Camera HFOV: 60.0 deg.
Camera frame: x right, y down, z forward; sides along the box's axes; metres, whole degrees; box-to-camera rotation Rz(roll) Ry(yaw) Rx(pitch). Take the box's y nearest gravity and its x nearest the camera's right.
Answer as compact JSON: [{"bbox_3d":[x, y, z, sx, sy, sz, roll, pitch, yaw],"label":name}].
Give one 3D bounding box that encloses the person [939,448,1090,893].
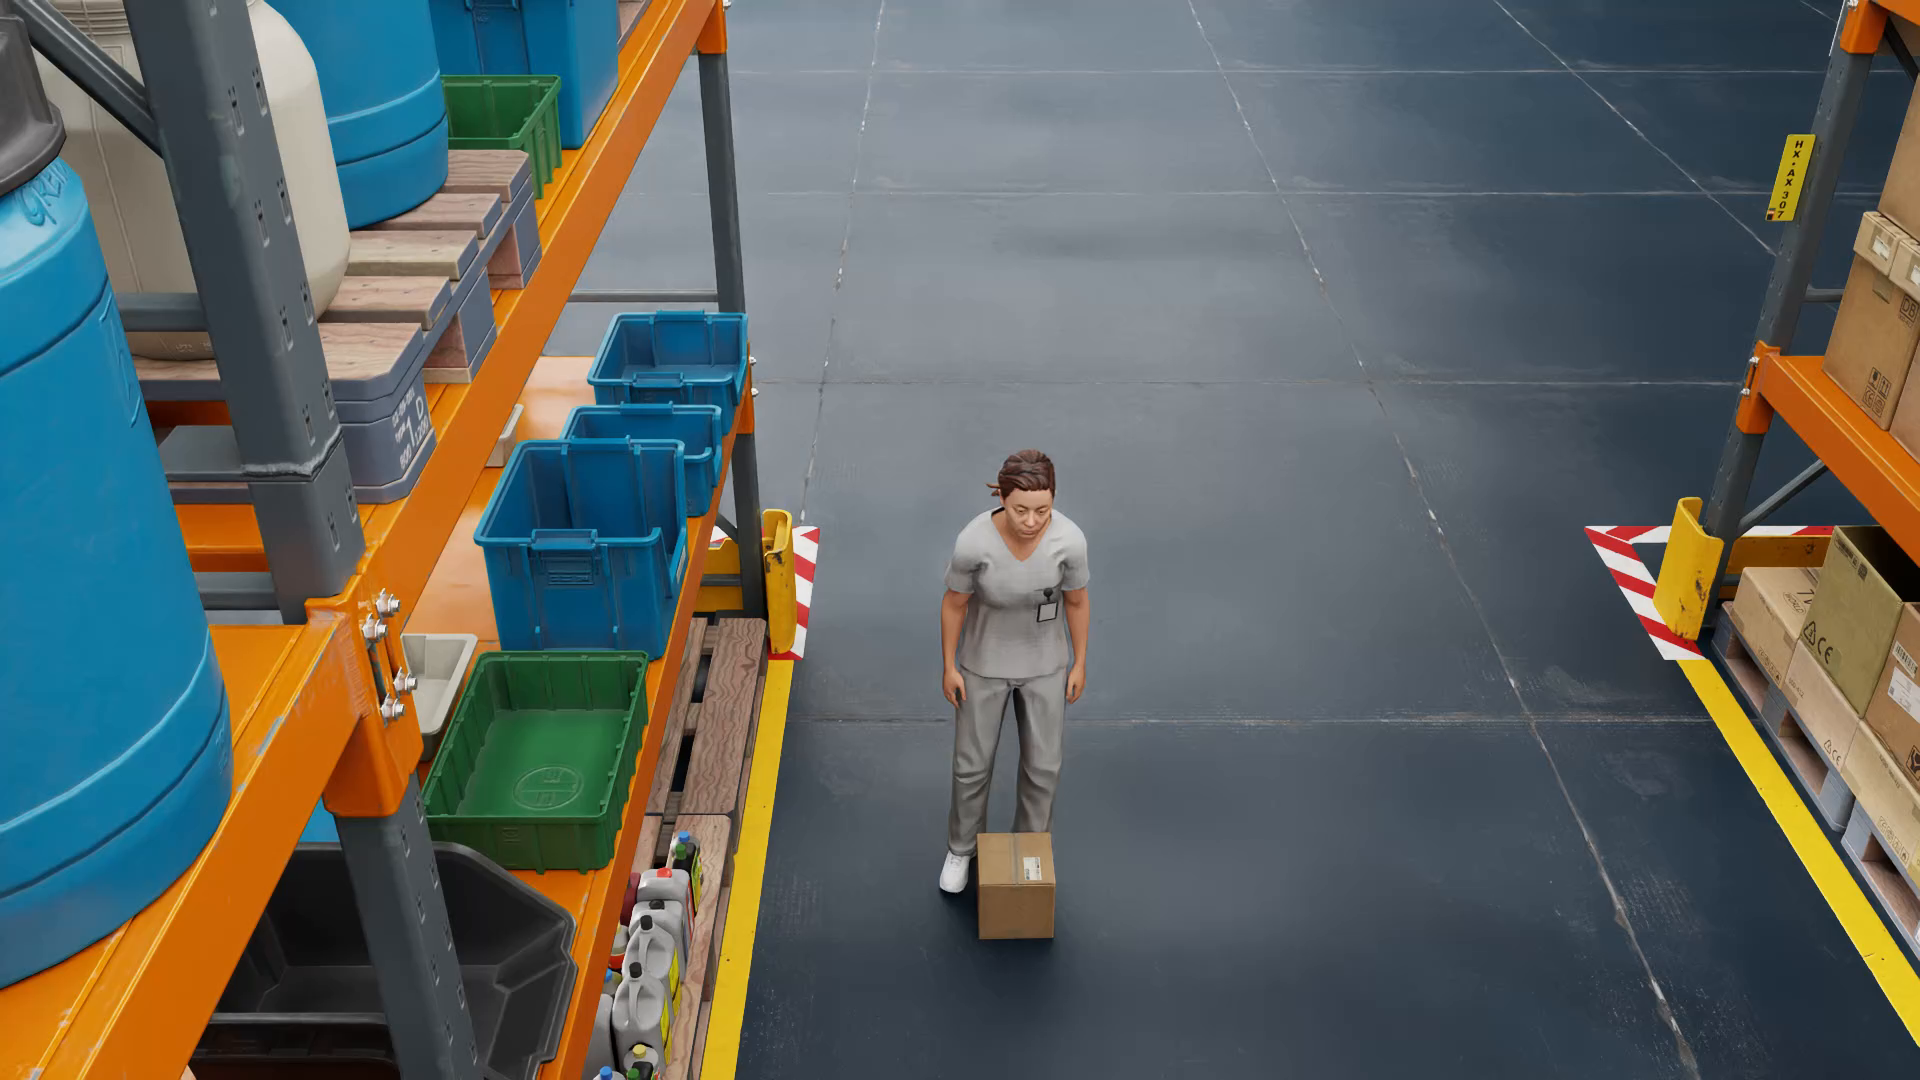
[{"bbox_3d":[0.175,0.442,5.420,0.502,1.671,0.416,-2,32,-3],"label":"person"}]
